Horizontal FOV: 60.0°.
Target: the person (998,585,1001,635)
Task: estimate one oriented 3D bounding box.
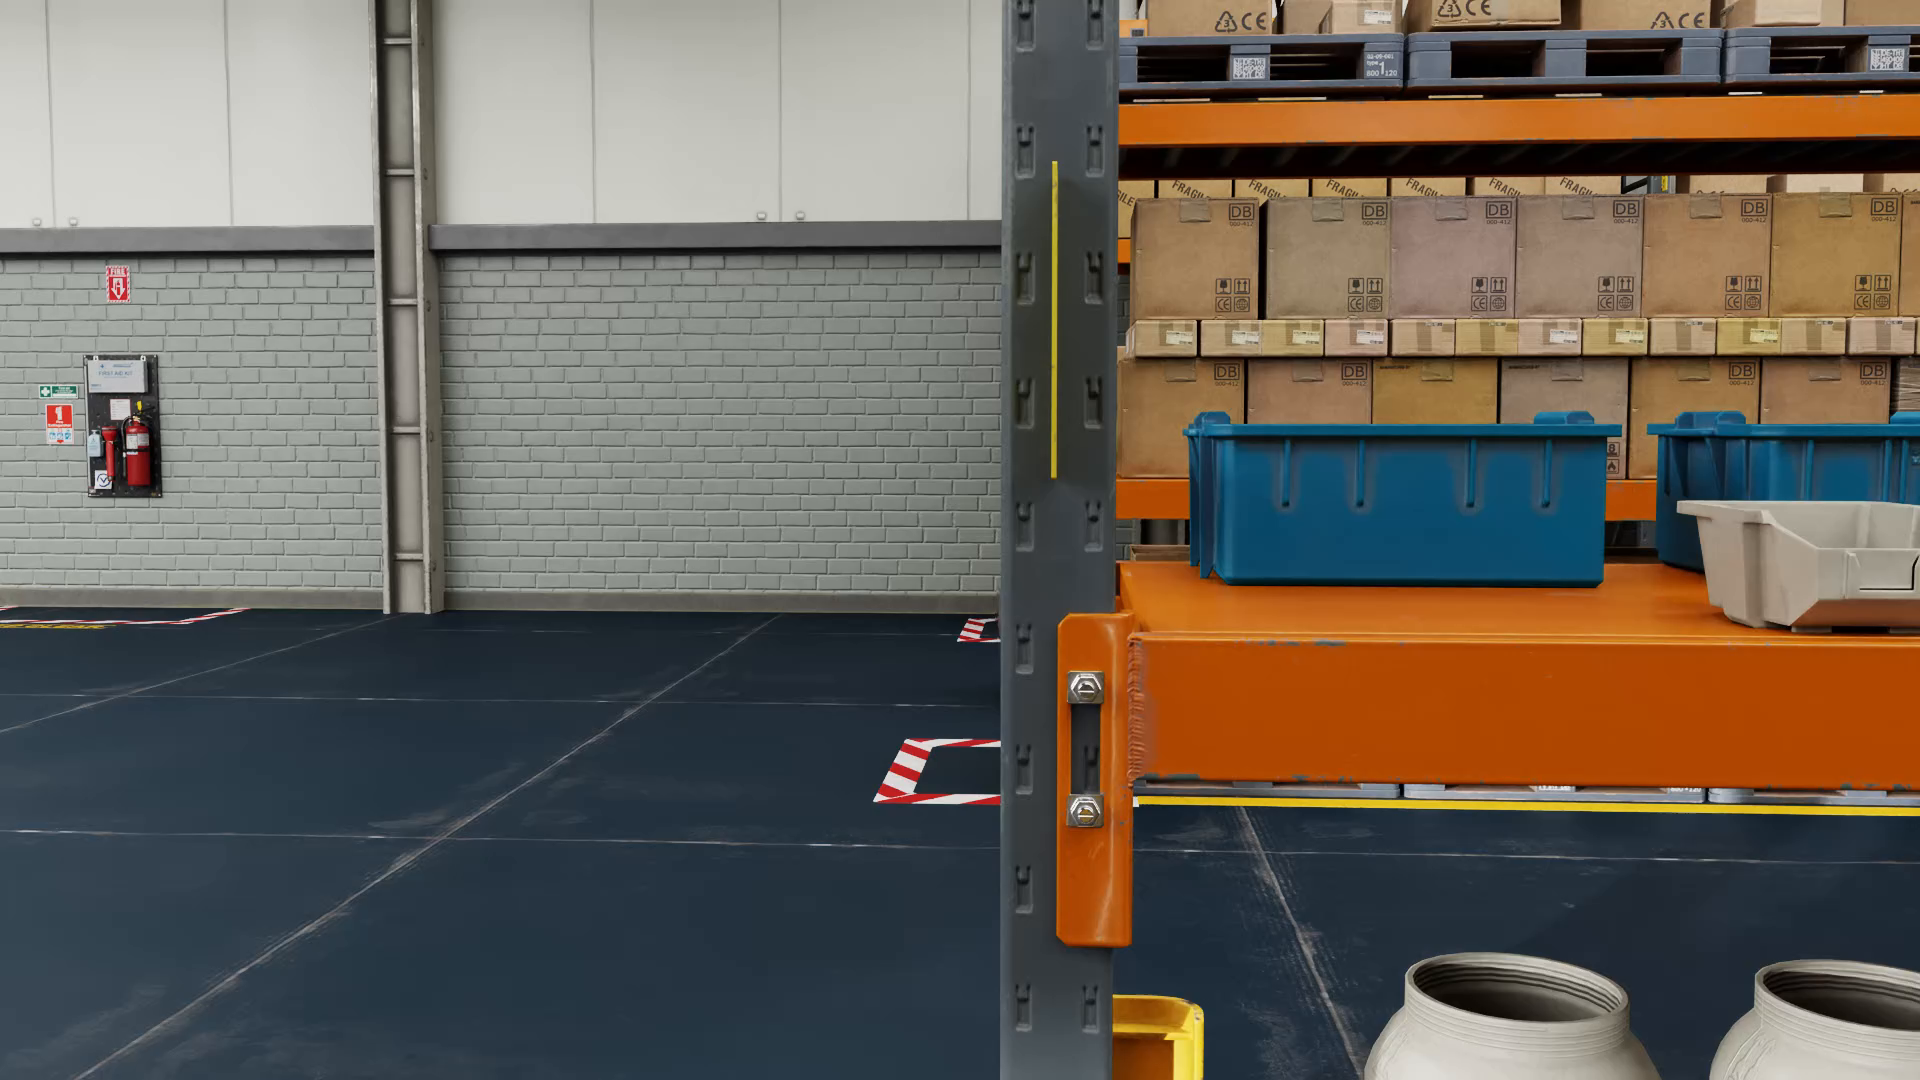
[{"bbox_3d":[0.462,0.378,9.200,0.503,1.014,0.948,0,4,1],"label":"person"}]
